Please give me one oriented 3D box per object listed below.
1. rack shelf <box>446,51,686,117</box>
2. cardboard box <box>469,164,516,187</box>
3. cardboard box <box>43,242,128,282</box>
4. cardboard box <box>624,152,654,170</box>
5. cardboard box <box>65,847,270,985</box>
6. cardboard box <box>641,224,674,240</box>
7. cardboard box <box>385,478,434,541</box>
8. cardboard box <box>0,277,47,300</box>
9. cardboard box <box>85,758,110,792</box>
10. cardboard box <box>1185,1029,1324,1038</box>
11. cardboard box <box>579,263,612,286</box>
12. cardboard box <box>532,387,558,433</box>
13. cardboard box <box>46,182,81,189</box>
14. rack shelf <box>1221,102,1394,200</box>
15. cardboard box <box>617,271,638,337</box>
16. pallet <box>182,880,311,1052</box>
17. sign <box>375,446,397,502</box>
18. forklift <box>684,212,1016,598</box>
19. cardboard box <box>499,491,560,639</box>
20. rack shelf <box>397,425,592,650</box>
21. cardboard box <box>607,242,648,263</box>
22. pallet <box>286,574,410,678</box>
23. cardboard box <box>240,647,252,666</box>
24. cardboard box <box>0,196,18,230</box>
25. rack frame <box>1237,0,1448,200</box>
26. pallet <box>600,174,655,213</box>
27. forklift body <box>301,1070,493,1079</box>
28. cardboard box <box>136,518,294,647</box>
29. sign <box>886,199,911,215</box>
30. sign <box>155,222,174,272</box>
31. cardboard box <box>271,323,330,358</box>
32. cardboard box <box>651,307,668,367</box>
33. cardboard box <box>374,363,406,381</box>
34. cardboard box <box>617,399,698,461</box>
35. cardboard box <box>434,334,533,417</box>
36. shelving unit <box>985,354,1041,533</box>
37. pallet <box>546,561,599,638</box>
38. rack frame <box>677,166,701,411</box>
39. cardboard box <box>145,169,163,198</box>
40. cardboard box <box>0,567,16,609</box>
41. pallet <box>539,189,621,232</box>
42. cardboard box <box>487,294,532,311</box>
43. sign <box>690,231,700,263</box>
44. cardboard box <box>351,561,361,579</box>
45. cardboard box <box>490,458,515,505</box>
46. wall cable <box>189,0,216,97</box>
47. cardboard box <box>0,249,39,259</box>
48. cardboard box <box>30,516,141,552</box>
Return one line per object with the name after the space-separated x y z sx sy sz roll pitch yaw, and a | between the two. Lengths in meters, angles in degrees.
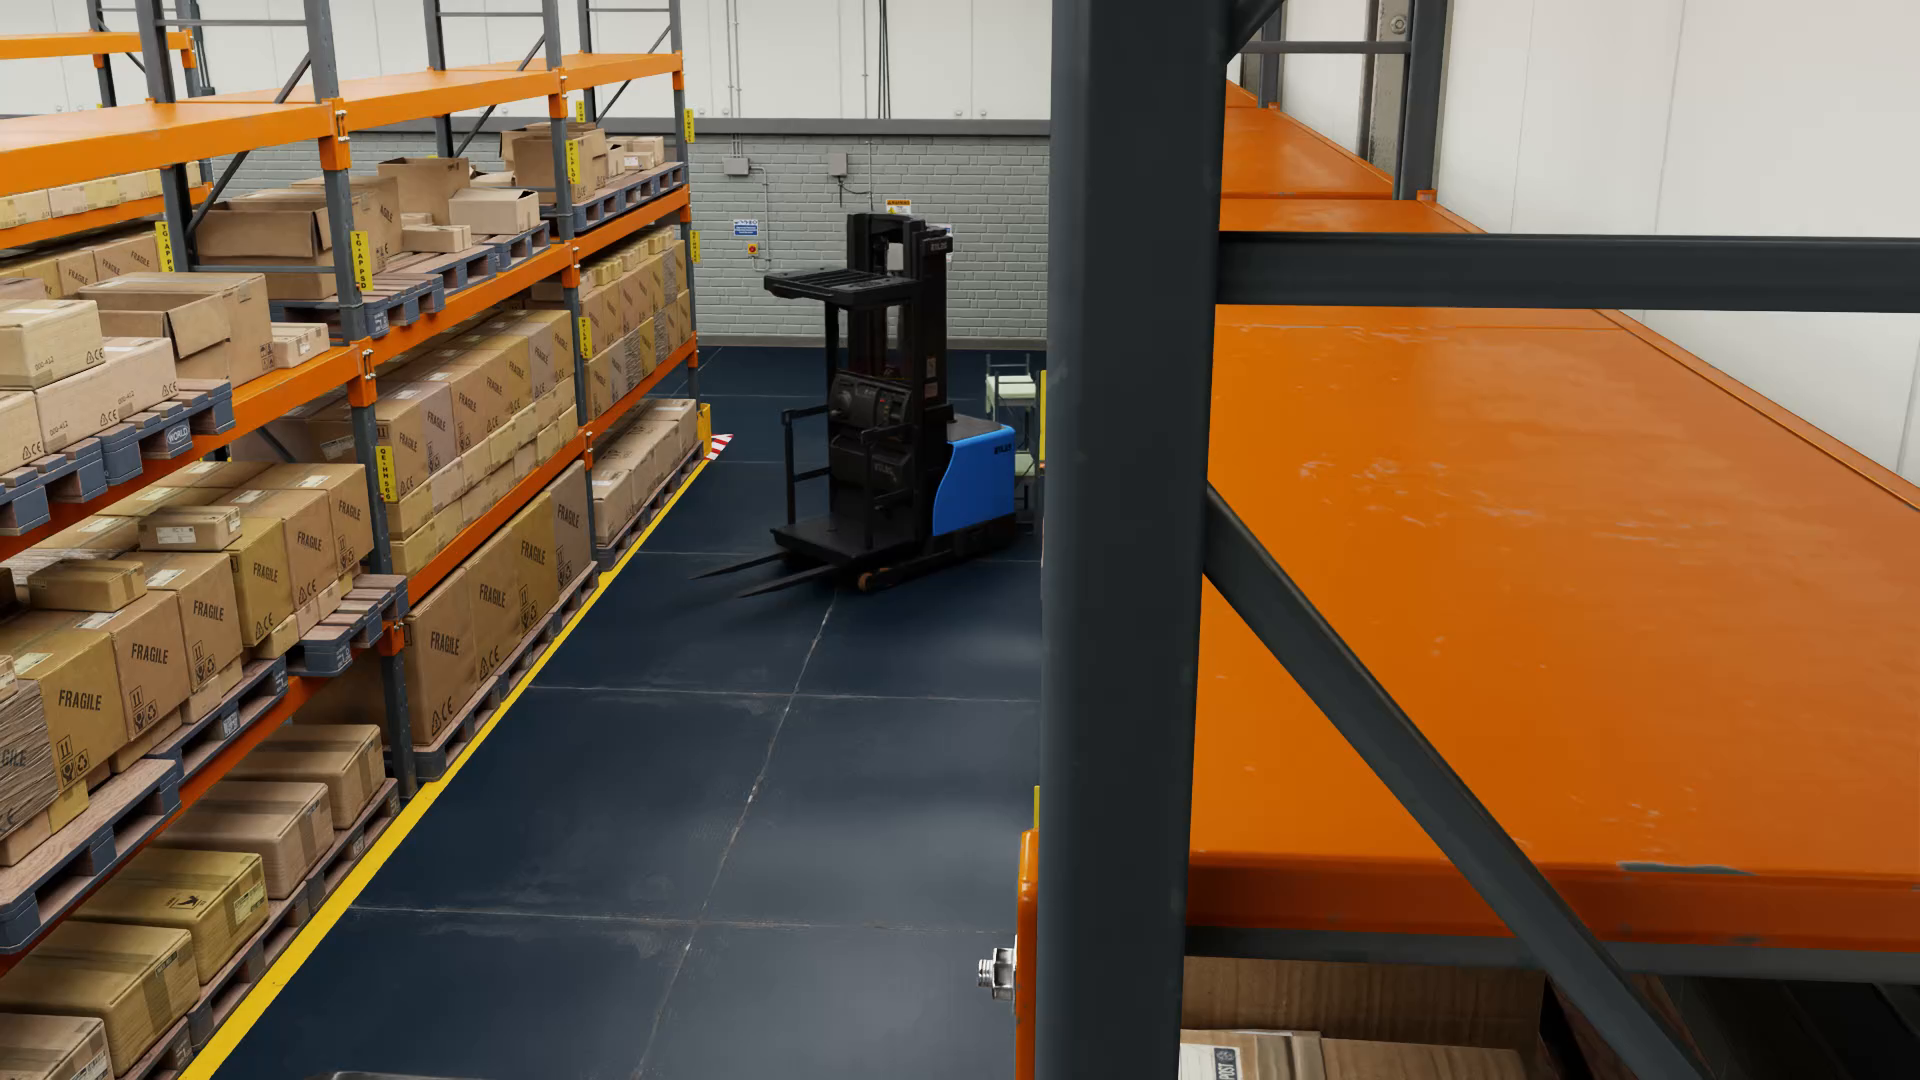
-3.400 -4.056 14.647 1.077 0.370 4.000 1 18 4 | rack shelf
-3.817 -2.930 13.612 0.396 0.266 0.258 2 18 6 | cardboard box
-8.085 -2.470 15.401 0.500 0.500 0.500 1 18 2 | cardboard box
-3.150 -3.638 15.958 0.380 0.149 0.250 0 18 0 | cardboard box
-3.986 1.816 8.111 0.950 0.372 0.625 2 18 6 | cardboard box
-3.083 -3.073 16.677 0.380 0.149 0.250 2 18 5 | cardboard box
-3.548 -0.192 10.129 0.500 0.250 0.500 1 18 4 | cardboard box
-4.151 -0.923 6.868 0.500 0.250 0.500 2 18 5 | cardboard box
-3.792 0.957 6.915 0.380 0.149 0.250 2 18 7 | cardboard box
0.322 0.769 2.322 0.396 0.266 0.258 1 18 4 | cardboard box
-3.205 -2.275 14.241 0.380 0.149 0.250 1 18 4 | cardboard box
-3.361 -0.984 12.548 0.500 0.250 0.500 2 18 5 | cardboard box
-8.124 -3.241 14.619 0.500 0.250 0.500 2 18 5 | cardboard box
0.977 -1.462 6.730 1.077 0.370 4.000 1 18 4 | rack shelf
-3.177 -2.097 14.738 0.500 0.500 0.500 2 18 5 | cardboard box
-3.978 2.072 8.260 1.003 0.211 1.213 1 18 4 | pallet
-3.288 -0.377 9.524 0.100 0.325 0.005 1 18 4 | sign
-0.901 -1.140 13.695 3.031 2.935 1.130 -17 25 -42 | forklift
-3.565 0.169 12.327 0.875 0.875 0.875 2 18 6 | cardboard box
-3.687 -0.153 11.728 1.077 0.370 4.000 1 18 4 | rack shelf
-3.120 -2.676 15.463 0.380 0.149 0.250 2 18 5 | cardboard box
-3.775 0.441 9.067 1.213 0.211 1.003 1 18 4 | pallet
-3.715 0.556 8.137 0.380 0.149 0.250 1 18 4 | cardboard box
-8.192 -2.687 13.730 0.500 0.250 0.500 2 18 7 | cardboard box
0.834 -1.373 4.660 1.000 3.000 0.127 1 18 4 | rack frame
-3.384 -3.131 14.986 1.003 0.211 1.213 1 18 4 | pallet
-1.136 2.494 3.857 2.313 2.155 1.214 1 18 4 | forklift body
-3.647 0.203 8.174 0.500 0.500 0.500 0 18 0 | cardboard box
-0.831 -4.476 22.439 0.339 0.242 0.001 1 18 4 | sign
-4.383 -1.597 9.206 0.100 0.325 0.005 1 18 4 | sign
-3.643 -1.077 8.979 0.380 0.149 0.250 1 18 4 | cardboard box
-3.105 -1.935 15.849 0.500 0.500 0.500 2 18 6 | cardboard box
-3.983 -0.876 11.014 0.500 0.500 0.500 1 18 4 | cardboard box
-3.204 -1.133 17.004 0.875 0.438 0.875 1 18 2 | cardboard box
-3.411 -1.176 11.929 0.500 0.500 0.500 2 18 6 | cardboard box
0.476 -0.887 15.222 0.431 1.500 0.755 -1 18 -5 | shelving unit
-3.524 0.451 13.209 1.003 0.211 1.213 1 18 4 | pallet
-3.257 -2.358 17.303 1.000 3.000 0.127 1 18 4 | rack frame
-7.999 -3.486 16.167 0.500 0.250 0.500 1 18 4 | cardboard box
-4.277 0.224 7.069 0.380 0.149 0.250 1 18 2 | cardboard box
-3.474 -2.753 13.833 1.003 0.211 1.213 1 18 4 | pallet
-3.785 -1.791 13.806 0.500 0.500 0.500 1 18 3 | cardboard box
-2.717 -3.005 17.035 0.100 0.325 0.005 1 18 4 | sign
-3.619 0.153 9.367 0.380 0.149 0.250 2 18 6 | cardboard box
-3.450 -0.425 11.643 0.500 0.250 0.500 1 18 4 | cardboard box
-9.298 -8.638 21.668 2.277 5.999 0.120 1 18 4 | wall cable
-8.642 -2.330 14.974 0.500 0.500 0.500 2 18 5 | cardboard box
-4.155 0.200 8.184 0.500 0.500 0.500 2 18 5 | cardboard box
